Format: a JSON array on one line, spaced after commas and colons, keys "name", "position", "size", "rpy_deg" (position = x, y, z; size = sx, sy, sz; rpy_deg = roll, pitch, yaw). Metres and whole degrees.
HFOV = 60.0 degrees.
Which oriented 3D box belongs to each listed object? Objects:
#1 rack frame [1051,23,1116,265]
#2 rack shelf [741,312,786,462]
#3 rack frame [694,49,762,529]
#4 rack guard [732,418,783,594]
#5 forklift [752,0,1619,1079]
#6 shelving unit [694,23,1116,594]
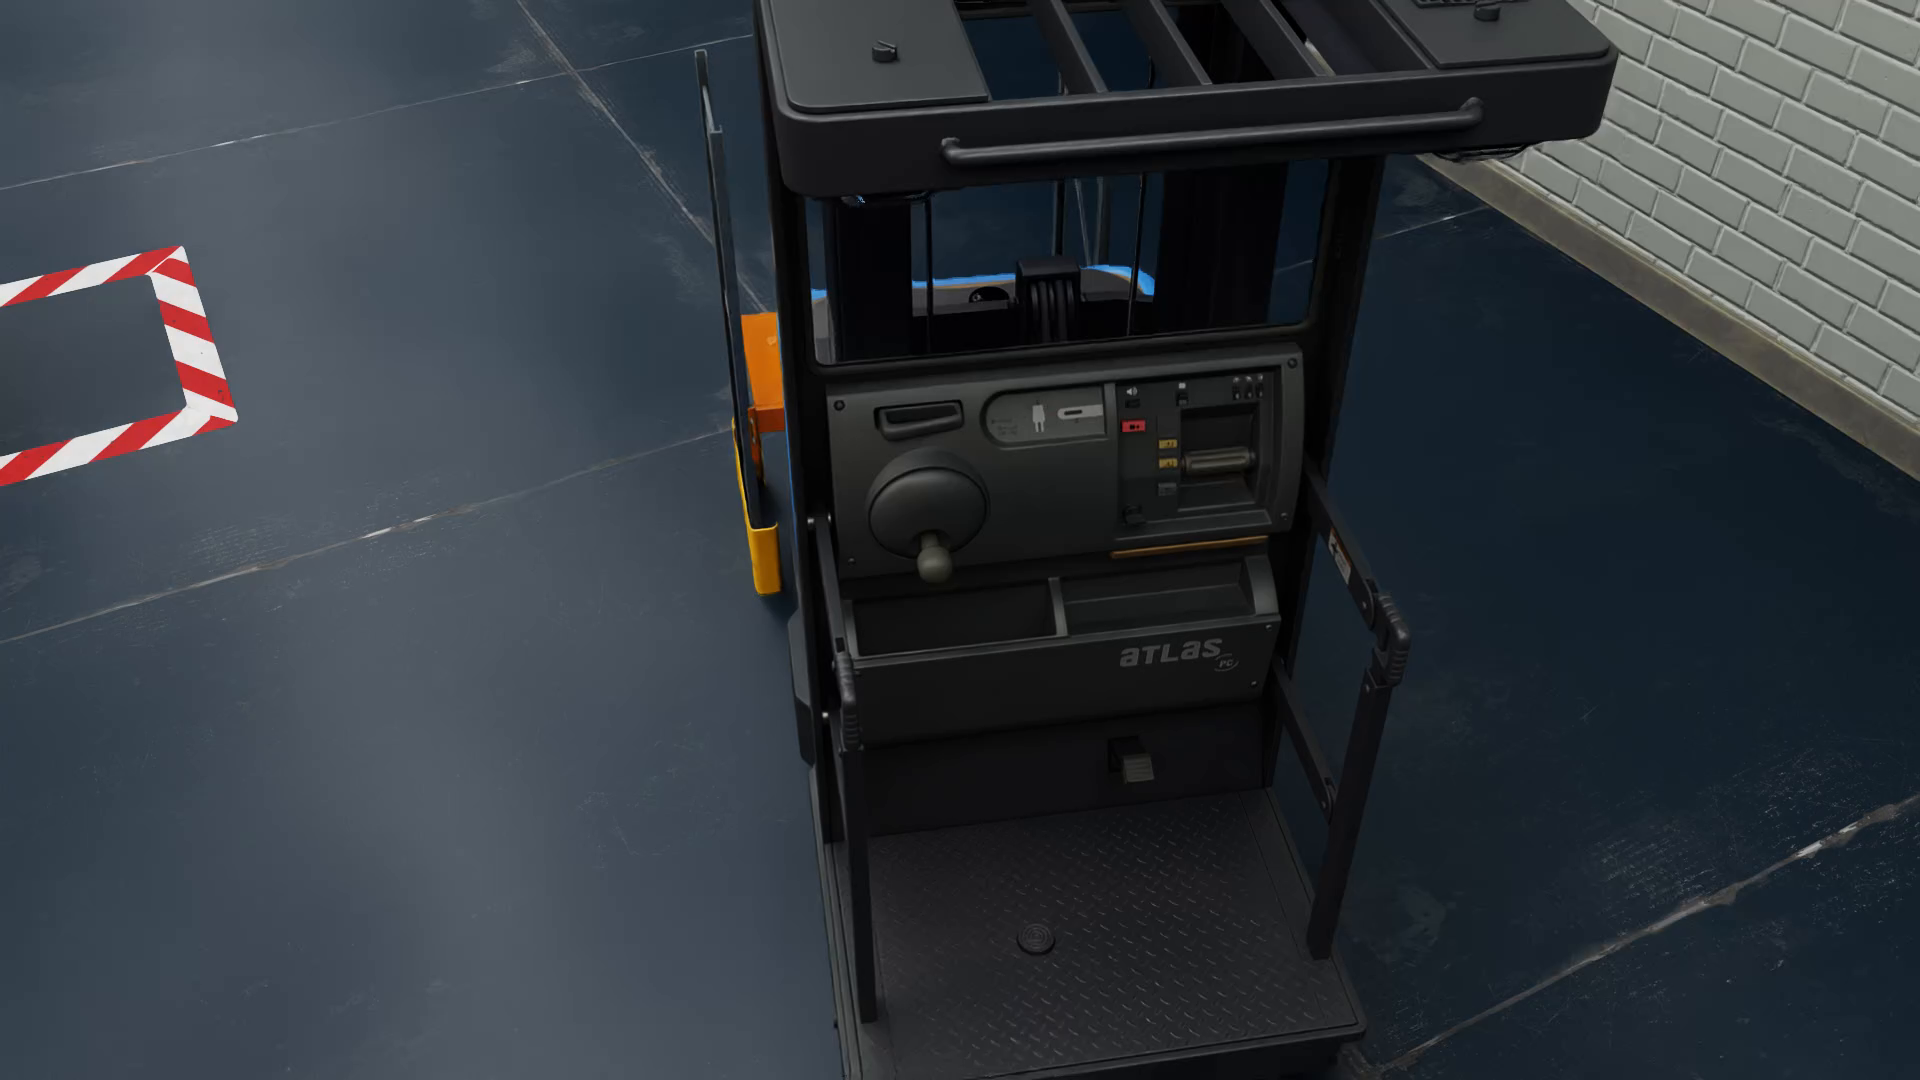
[{"name": "rack frame", "position": [0.343, -0.724, 4.944], "size": [0.032, 1.500, 0.500], "rpy_deg": [-7, 41, -9]}, {"name": "rack shelf", "position": [-0.155, -0.522, 4.984], "size": [1.000, 0.185, 0.538], "rpy_deg": [-7, 41, -9]}, {"name": "rack frame", "position": [-0.653, -0.594, 4.791], "size": [0.032, 1.500, 0.500], "rpy_deg": [-7, 41, -9]}, {"name": "rack guard", "position": [-0.634, -0.120, 5.198], "size": [0.087, 0.250, 0.587], "rpy_deg": [-7, 41, -9]}, {"name": "forklift", "position": [0.249, -0.067, 3.060], "size": [1.130, 2.935, 3.031], "rpy_deg": [-6, 41, -7]}, {"name": "shelving unit", "position": [-0.146, -0.660, 4.869], "size": [1.083, 1.500, 0.587], "rpy_deg": [-7, 41, -9]}]
